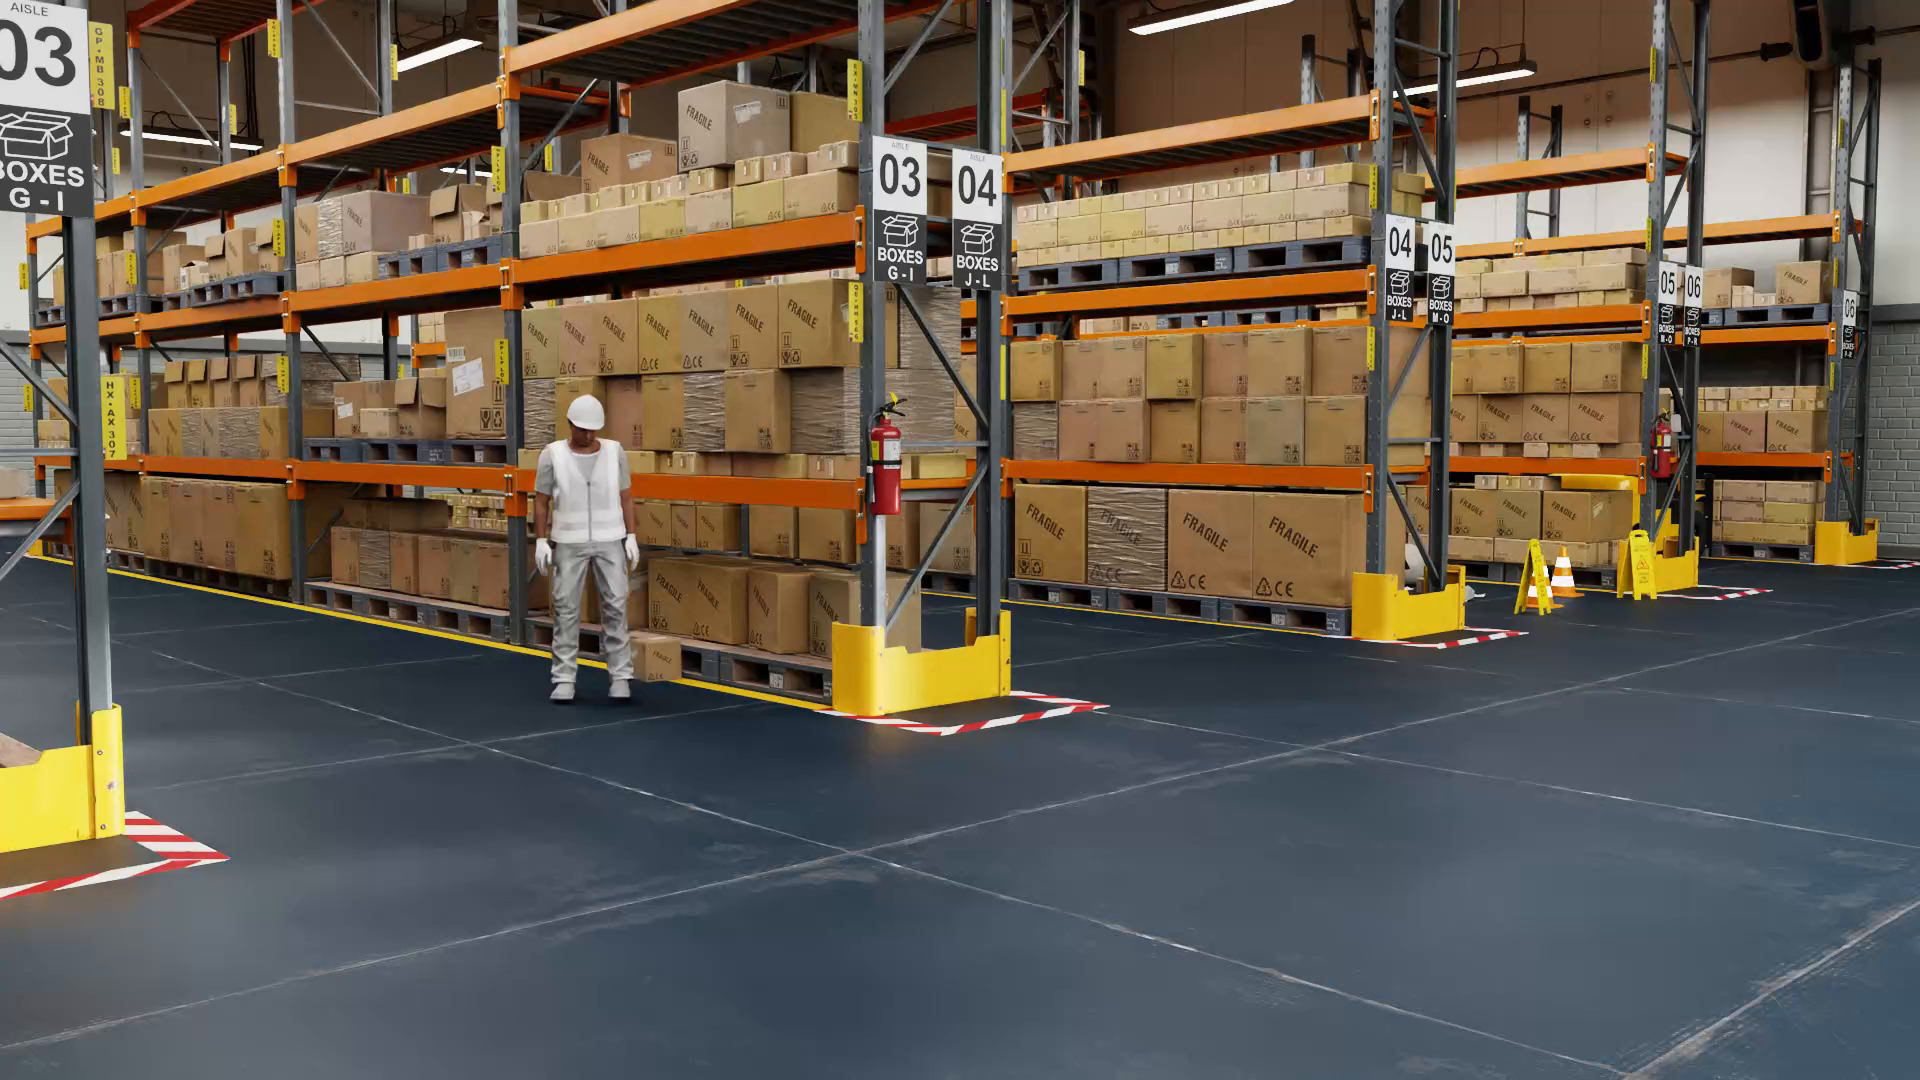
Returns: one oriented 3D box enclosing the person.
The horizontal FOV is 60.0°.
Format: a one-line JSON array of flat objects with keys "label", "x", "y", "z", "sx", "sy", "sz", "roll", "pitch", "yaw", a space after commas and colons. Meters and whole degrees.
[{"label": "person", "x": -2.172, "y": 0.042, "z": 9.716, "sx": 0.605, "sy": 1.769, "sz": 0.446, "roll": -1, "pitch": 4, "yaw": -18}]
